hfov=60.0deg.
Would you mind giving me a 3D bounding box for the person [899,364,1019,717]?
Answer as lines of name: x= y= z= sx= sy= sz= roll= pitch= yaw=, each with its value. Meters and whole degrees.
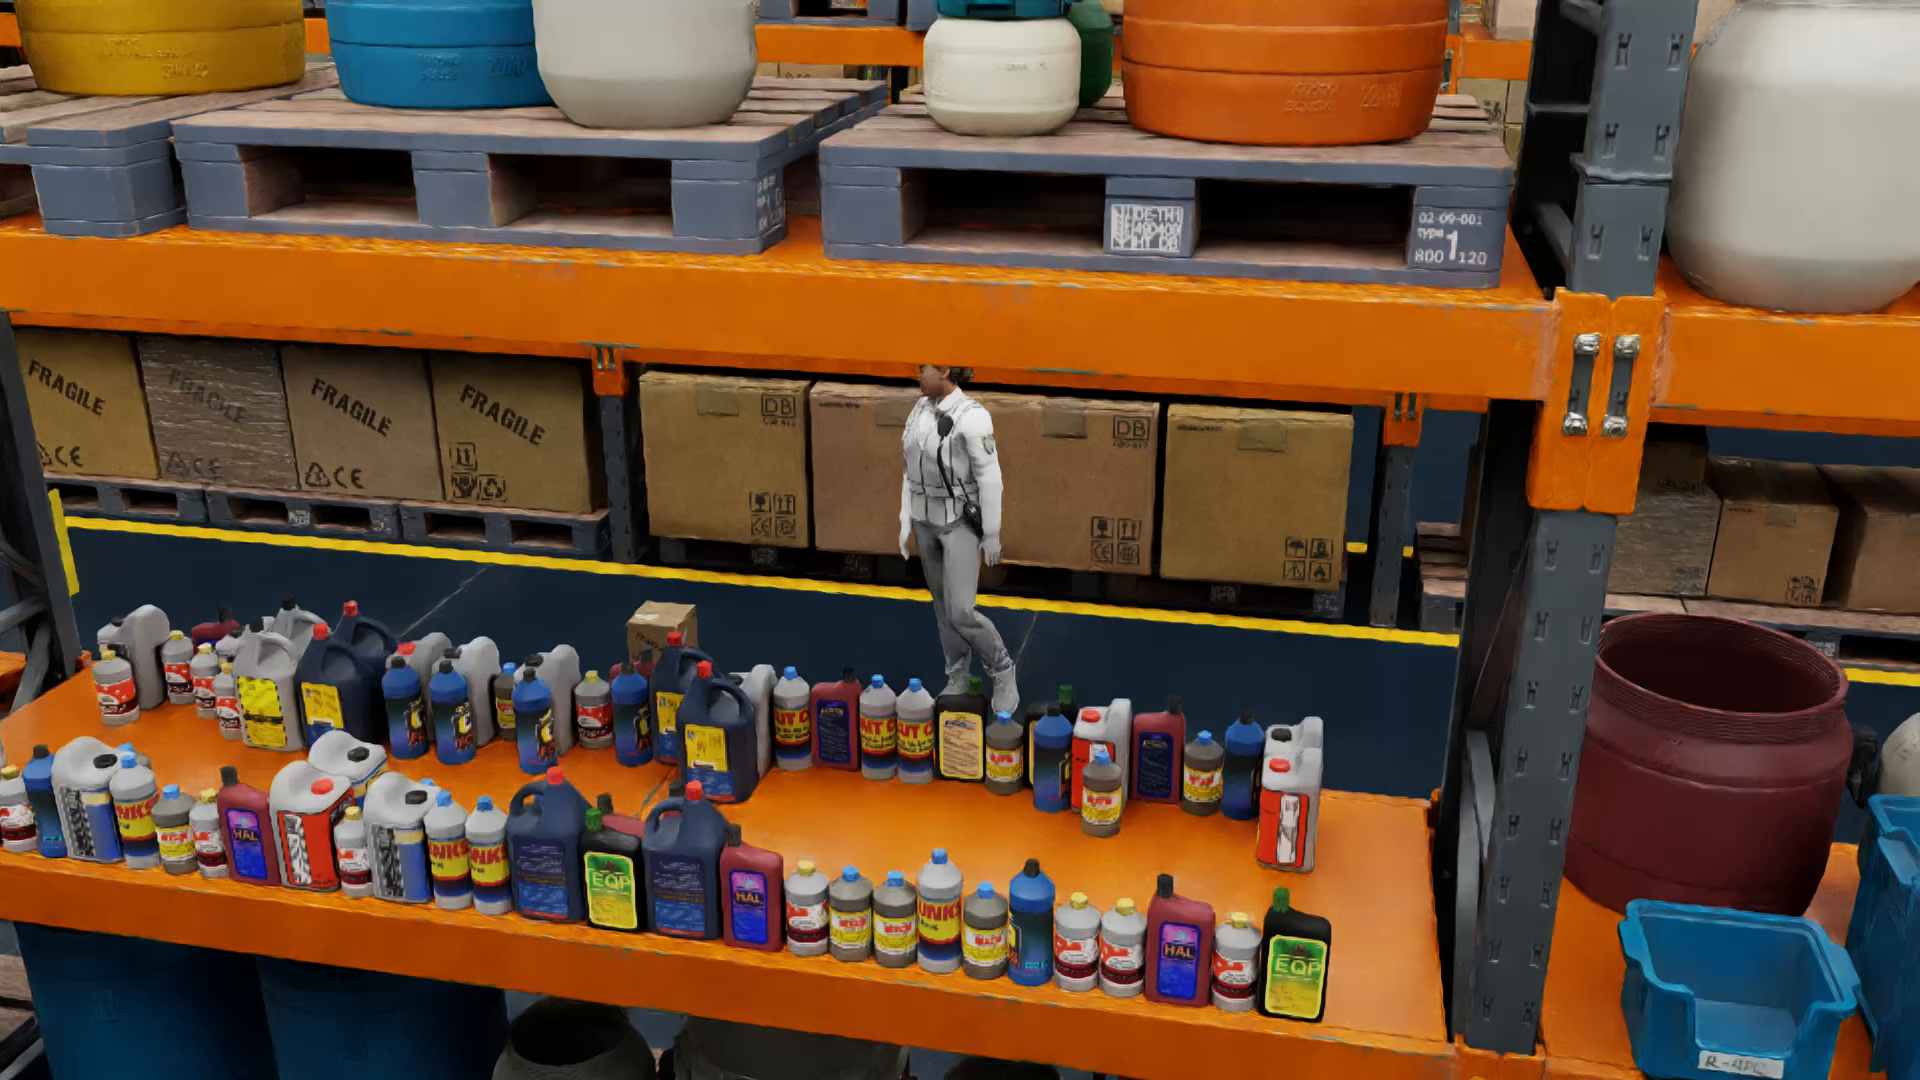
person: x=-0.013 y=-0.048 z=7.187 sx=0.568 sy=1.675 sz=0.417 roll=20 pitch=29 yaw=41
